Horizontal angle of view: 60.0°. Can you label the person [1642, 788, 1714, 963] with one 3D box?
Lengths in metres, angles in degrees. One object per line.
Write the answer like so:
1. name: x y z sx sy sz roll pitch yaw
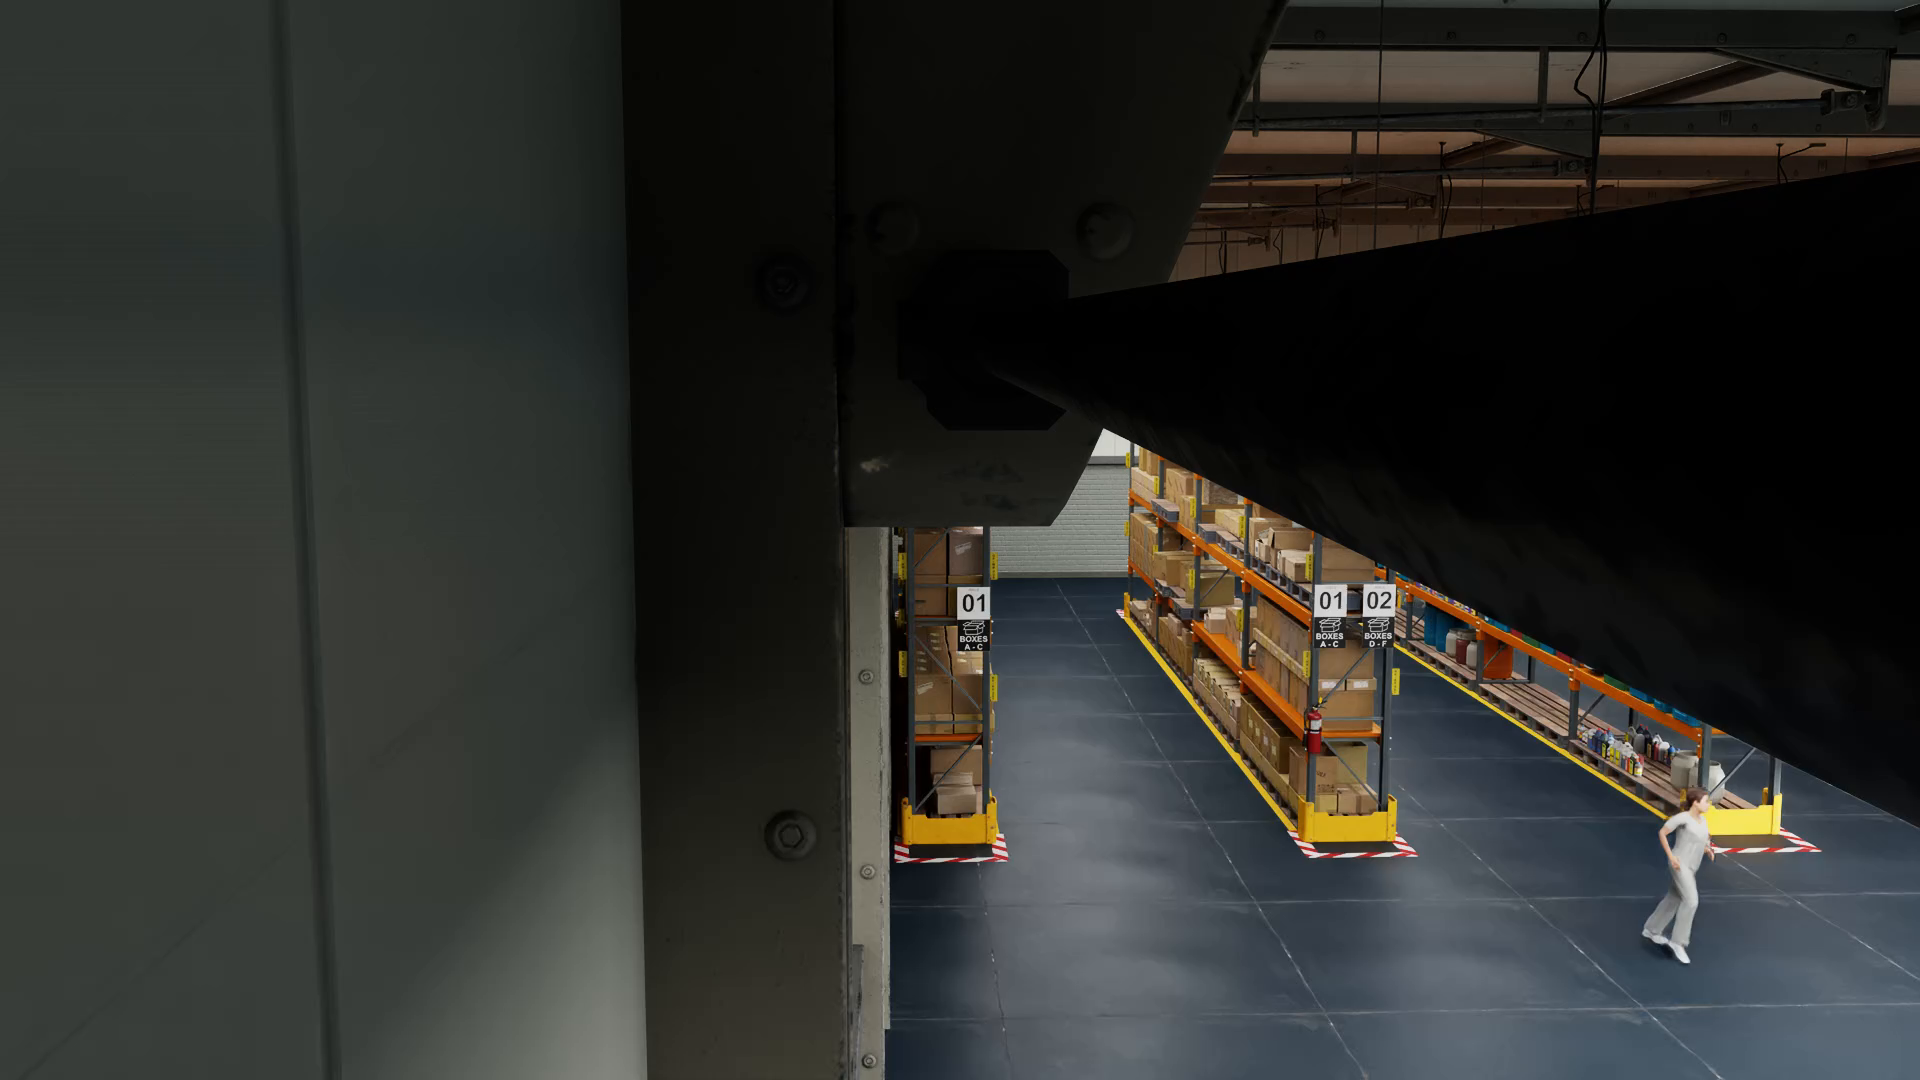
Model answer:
1. person: 7.341 3.362 16.940 0.677 1.683 0.634 -6 9 -39
